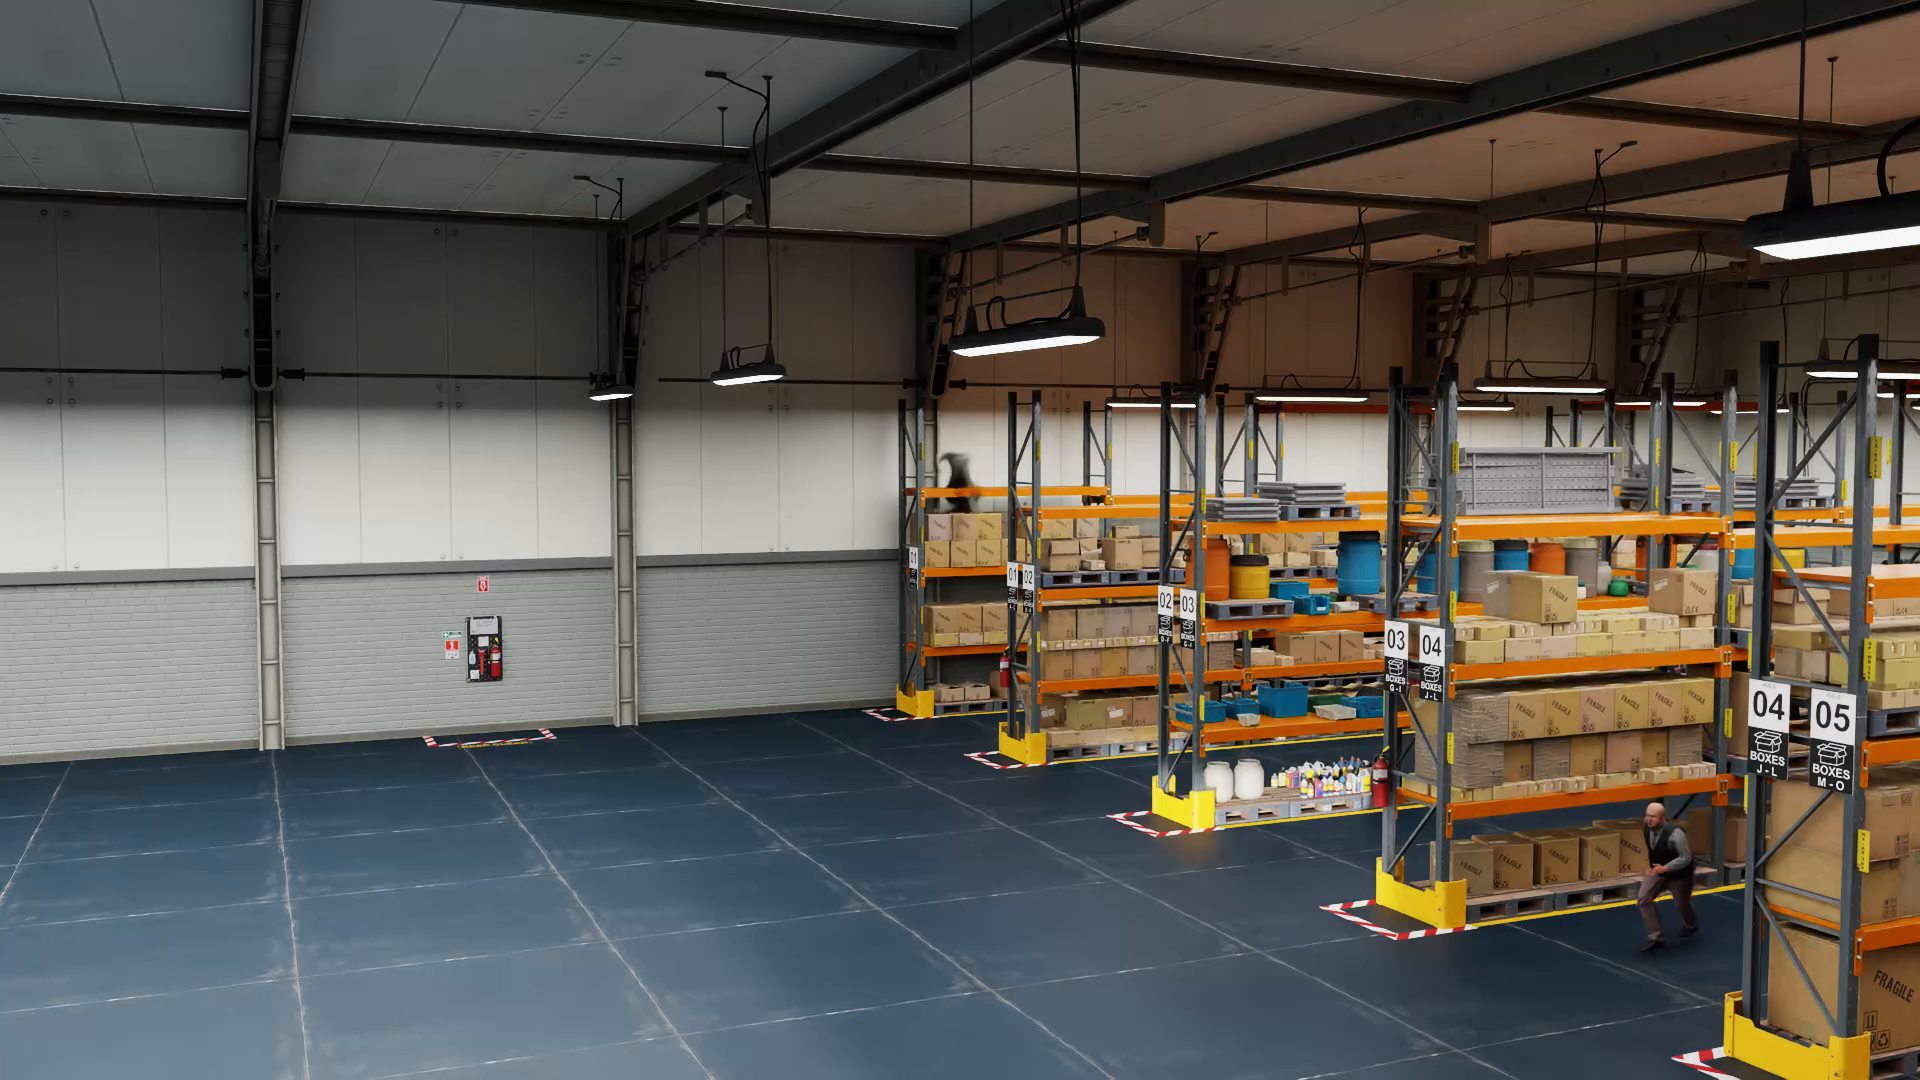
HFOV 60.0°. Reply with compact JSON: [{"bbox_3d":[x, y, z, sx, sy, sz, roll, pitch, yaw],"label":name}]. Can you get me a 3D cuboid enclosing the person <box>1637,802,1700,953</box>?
[{"bbox_3d":[7.249,3.371,16.851,1.084,1.536,0.644,-2,4,-34],"label":"person"}]
